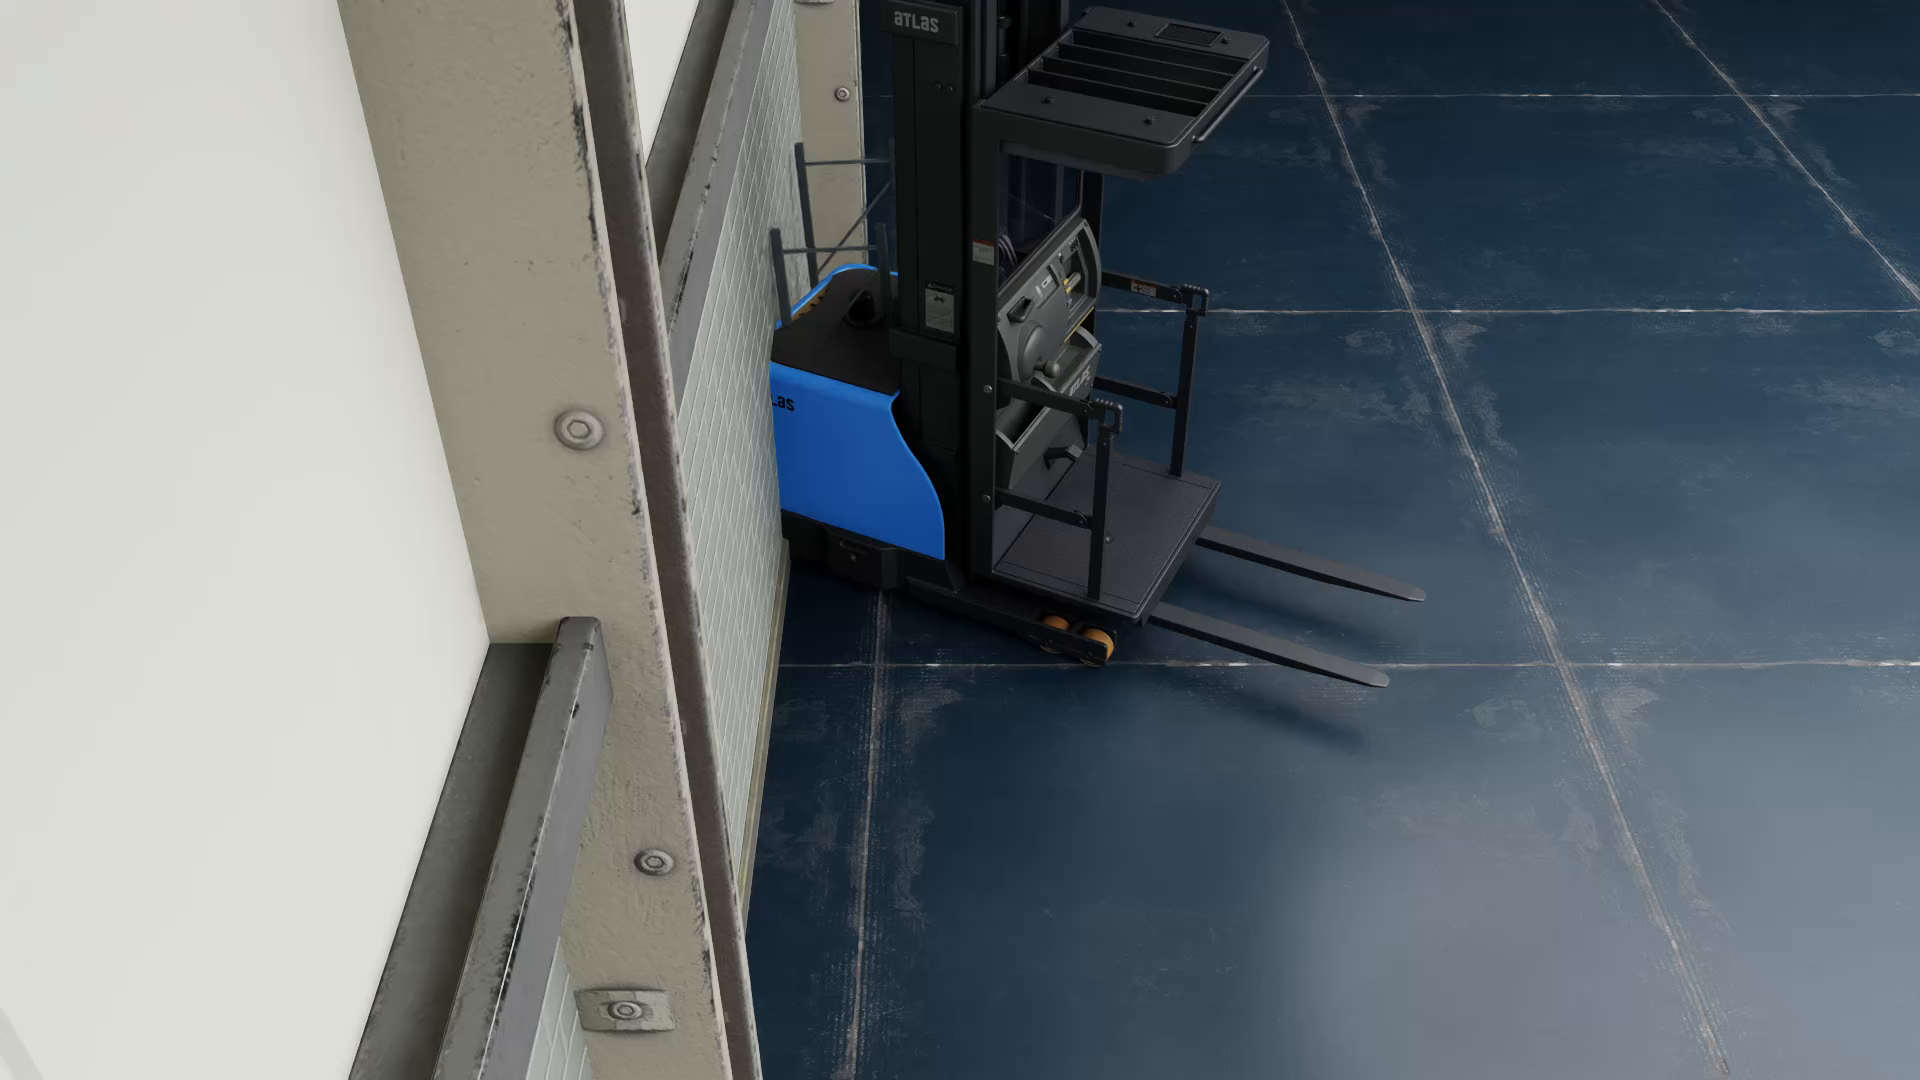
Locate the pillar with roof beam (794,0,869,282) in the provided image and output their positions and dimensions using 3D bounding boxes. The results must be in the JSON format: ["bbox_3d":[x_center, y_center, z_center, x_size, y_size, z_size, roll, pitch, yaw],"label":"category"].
[{"bbox_3d":[3.619,-4.841,6.840,9.100,9.000,0.400,0,39,0],"label":"pillar with roof beam"}]

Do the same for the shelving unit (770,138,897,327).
[{"bbox_3d":[-0.519,-1.012,8.010,0.587,1.500,1.083,-2,34,3],"label":"shelving unit"}]

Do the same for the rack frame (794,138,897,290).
[{"bbox_3d":[-0.508,-1.303,8.438,0.500,1.500,0.032,-2,34,3],"label":"rack frame"}]

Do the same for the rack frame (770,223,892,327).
[{"bbox_3d":[-0.529,-0.731,7.598,0.500,1.500,0.032,-2,34,3],"label":"rack frame"}]

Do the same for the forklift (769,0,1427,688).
[{"bbox_3d":[0.559,-0.970,6.862,3.031,2.935,1.130,17,42,20],"label":"forklift"}]
